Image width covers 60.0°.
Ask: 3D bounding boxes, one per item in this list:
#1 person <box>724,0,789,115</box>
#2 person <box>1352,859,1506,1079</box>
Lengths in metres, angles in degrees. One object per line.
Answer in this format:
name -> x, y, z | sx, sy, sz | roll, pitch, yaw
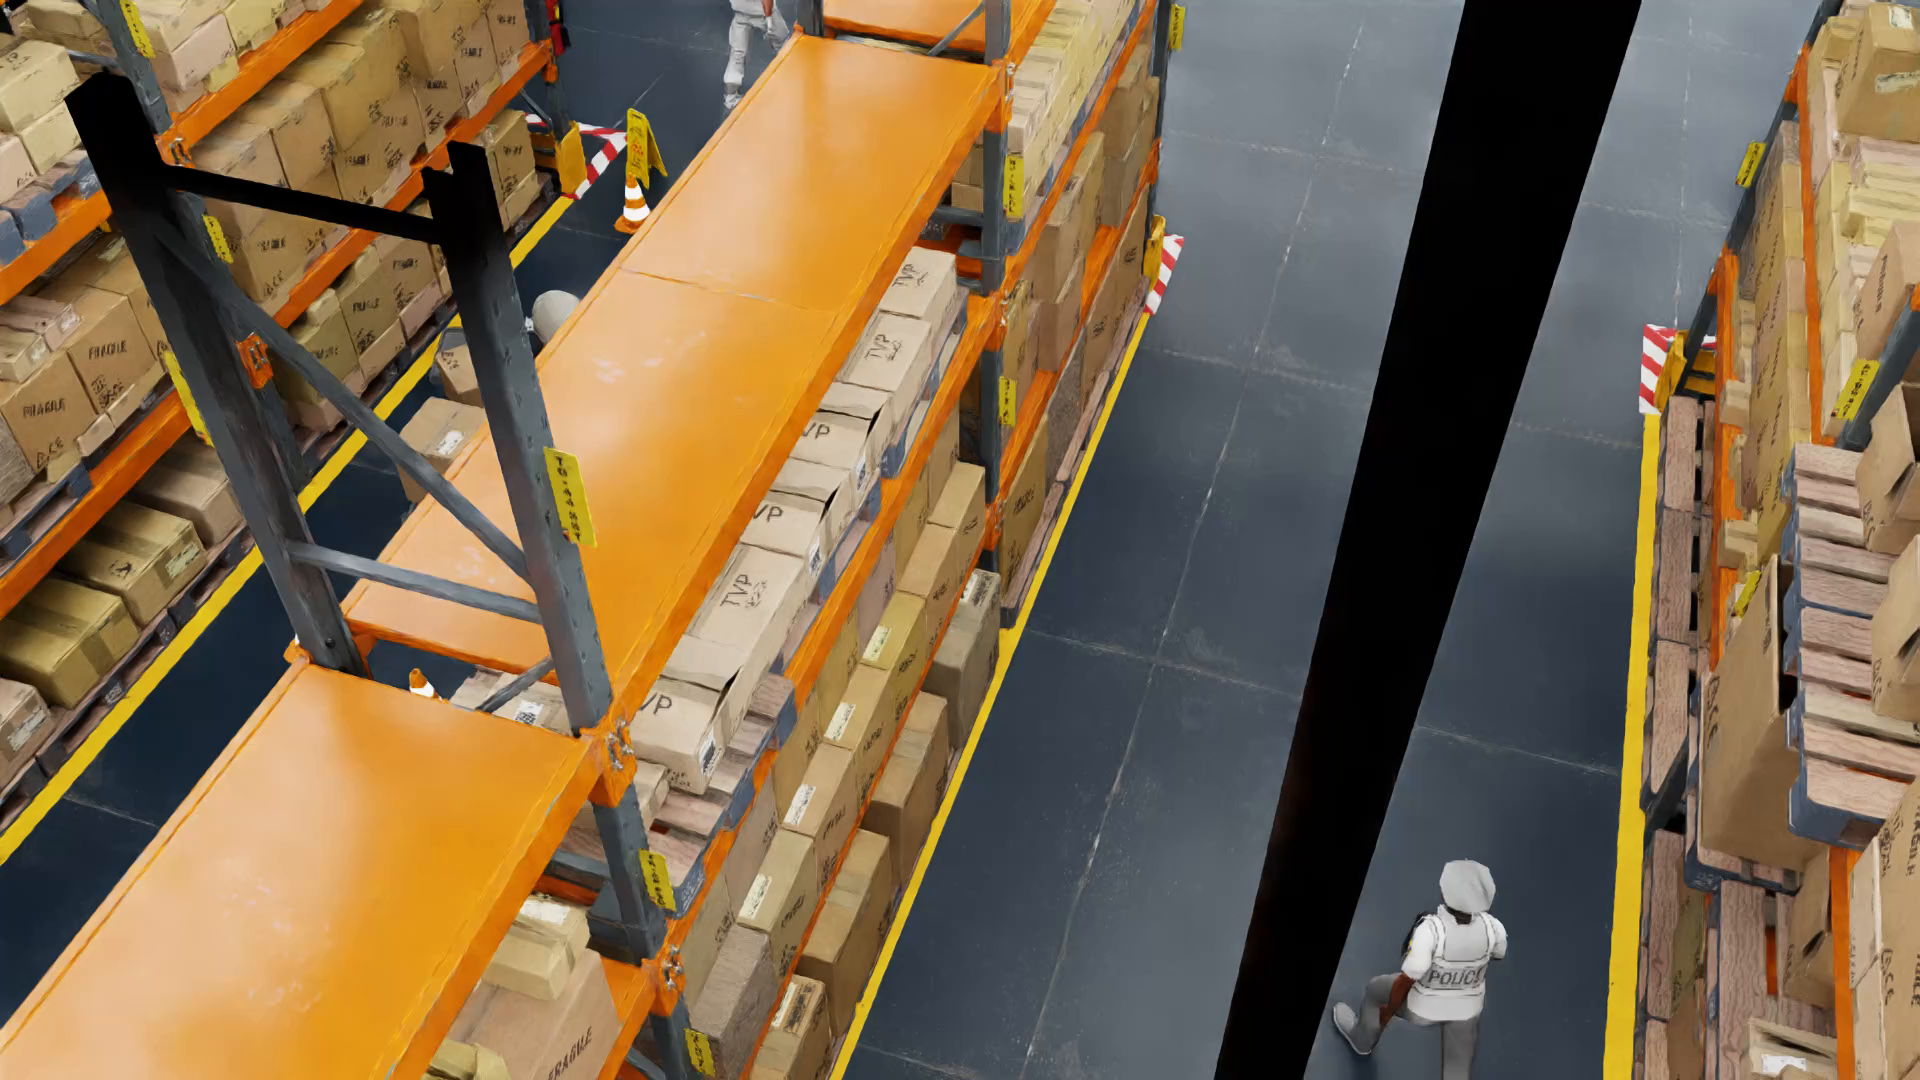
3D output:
person -> -1.764, -4.592, 14.558 | 0.532, 1.495, 1.038 | 21, 49, 19
person -> 2.271, 2.147, 7.858 | 0.565, 1.542, 0.812 | 1, 46, 1
